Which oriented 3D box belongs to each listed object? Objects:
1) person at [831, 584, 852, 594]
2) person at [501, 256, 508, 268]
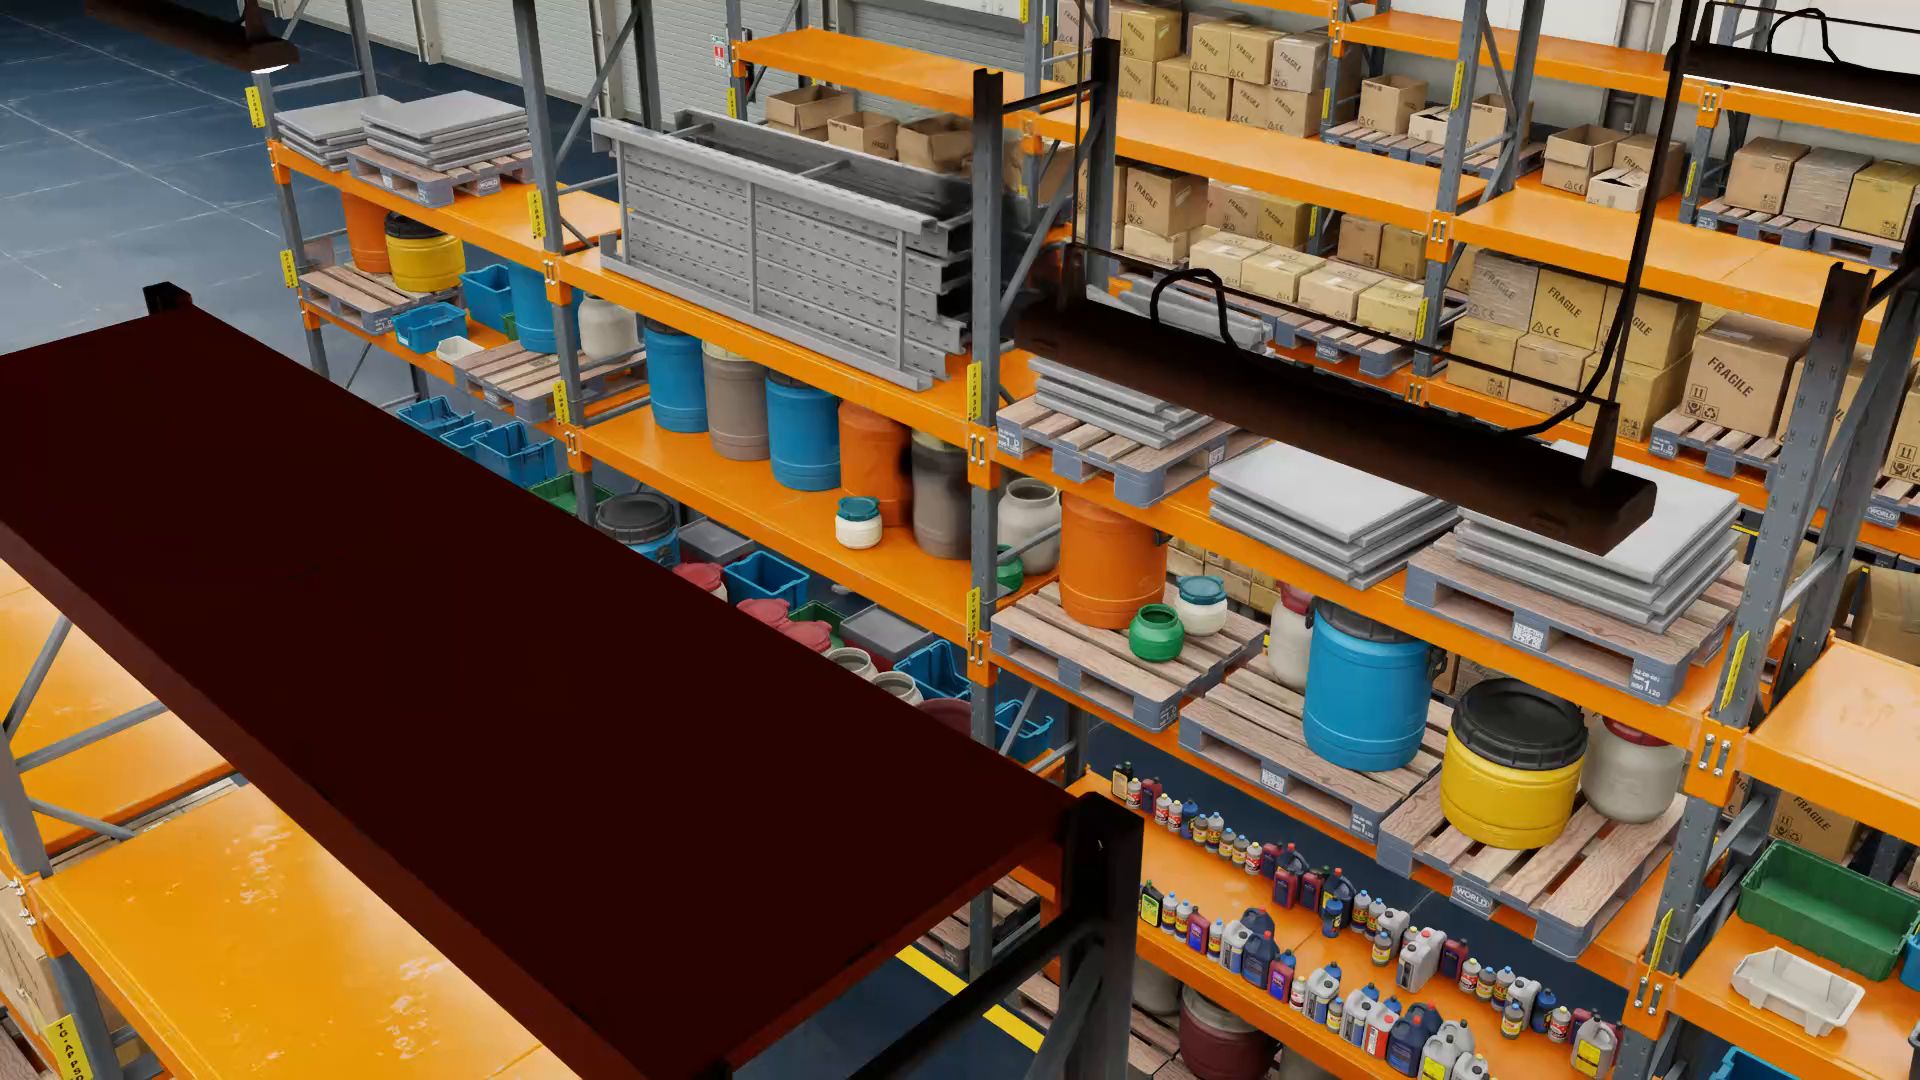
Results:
[{"bbox_3d":[-1.274,-0.299,15.163,0.837,1.578,0.735,9,31,15],"label":"person"},{"bbox_3d":[-4.842,-2.551,19.049,0.723,1.740,0.716,-8,30,-15],"label":"person"}]
